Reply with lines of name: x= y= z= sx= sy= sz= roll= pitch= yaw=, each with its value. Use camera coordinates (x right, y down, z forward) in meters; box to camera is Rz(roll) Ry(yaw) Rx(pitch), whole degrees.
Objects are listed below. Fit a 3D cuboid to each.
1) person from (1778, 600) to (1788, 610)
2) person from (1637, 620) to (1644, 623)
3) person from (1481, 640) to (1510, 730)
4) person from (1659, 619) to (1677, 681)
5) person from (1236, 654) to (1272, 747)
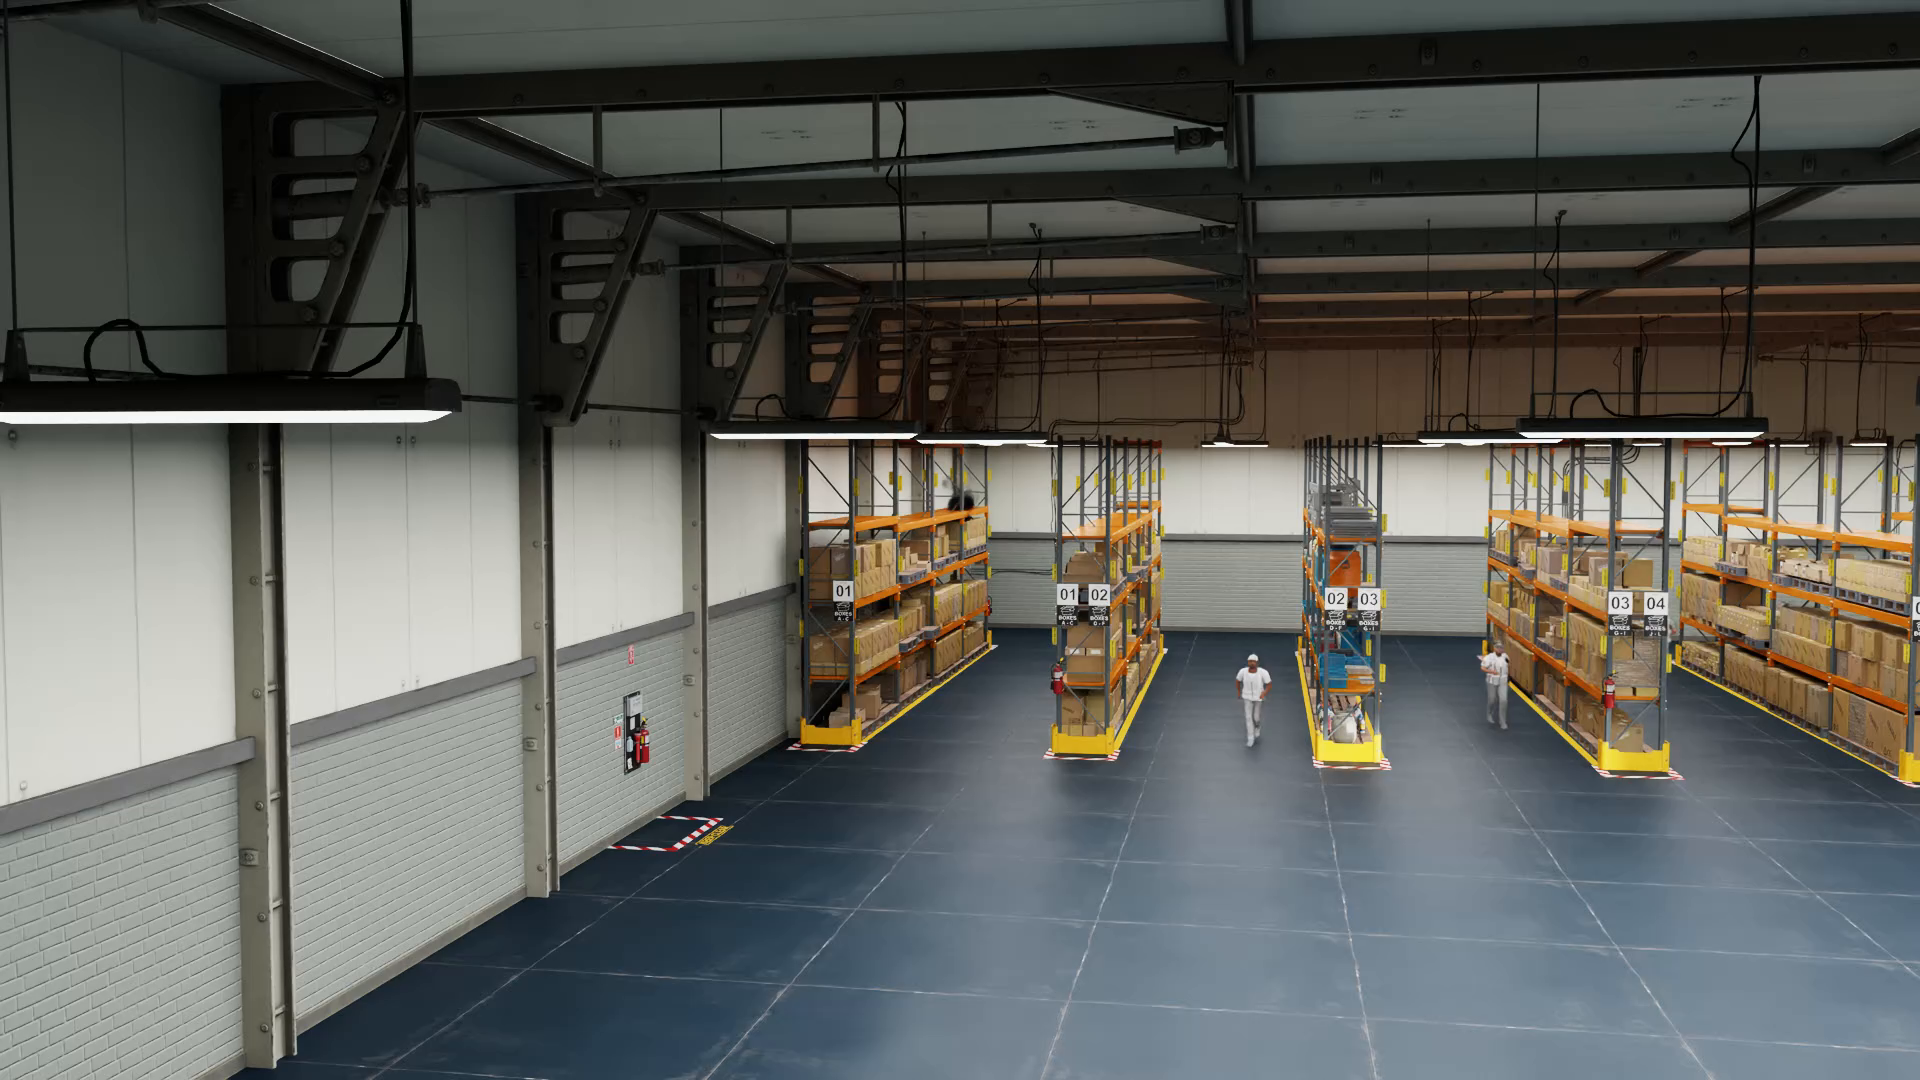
person: x=22.434 y=2.444 z=45.343 sx=0.612 sy=1.628 sz=0.617 roll=0 pitch=3 yaw=3
person: x=18.413 y=2.460 z=45.017 sx=0.810 sy=1.699 sz=0.594 roll=-2 pitch=4 yaw=-32
person: x=11.103 y=2.976 z=34.444 sx=0.647 sy=1.828 sz=0.863 roll=0 pitch=3 yaw=5
person: x=17.498 y=2.592 z=41.396 sx=0.624 sy=1.836 sz=0.856 roll=1 pitch=3 yaw=15
person: x=5.729 y=3.107 z=32.475 sx=0.711 sy=1.767 sz=0.839 roll=1 pitch=3 yaw=14
